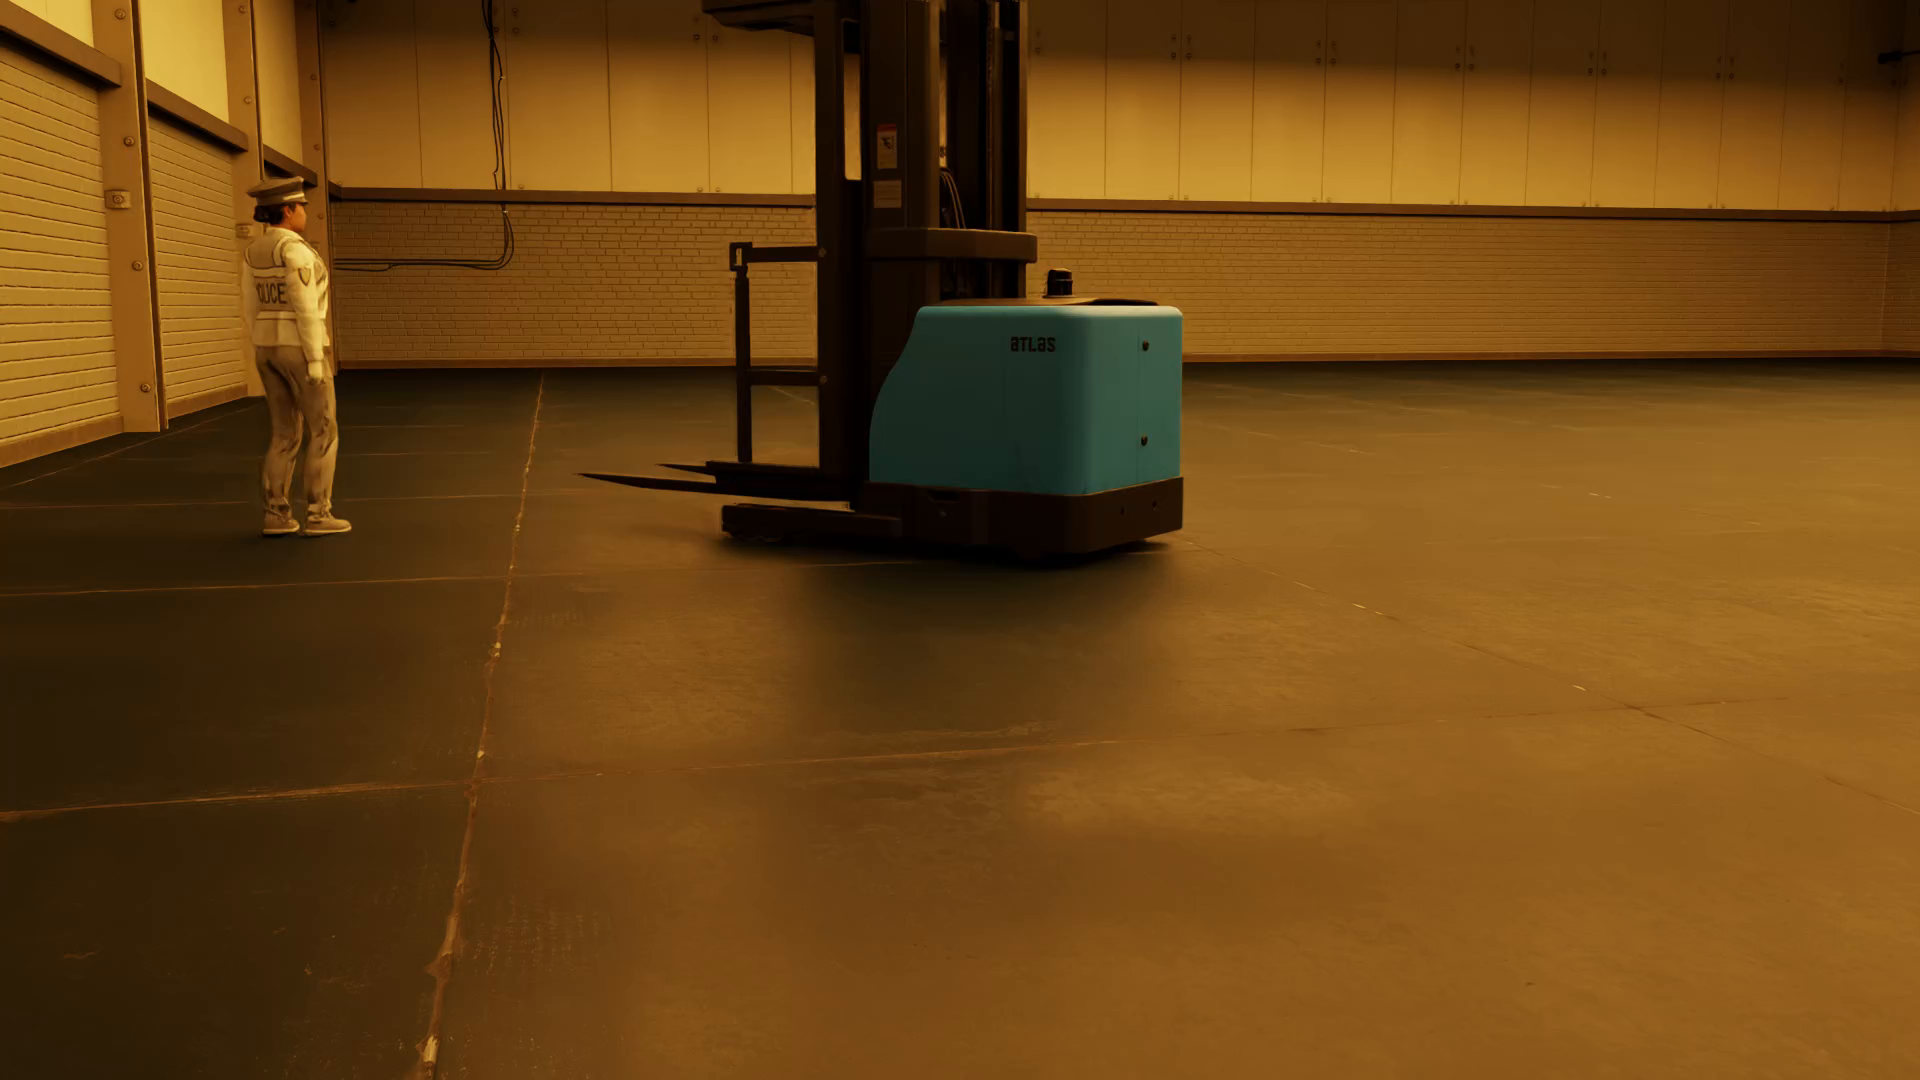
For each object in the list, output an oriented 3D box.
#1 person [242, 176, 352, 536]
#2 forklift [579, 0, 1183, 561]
[{"bbox_3d":[-3.140,-0.857,7.841,0.504,1.669,0.390,6,10,36],"label":"person"},{"bbox_3d":[-0.502,-1.493,7.803,3.031,2.935,1.130,5,9,33],"label":"forklift"}]
